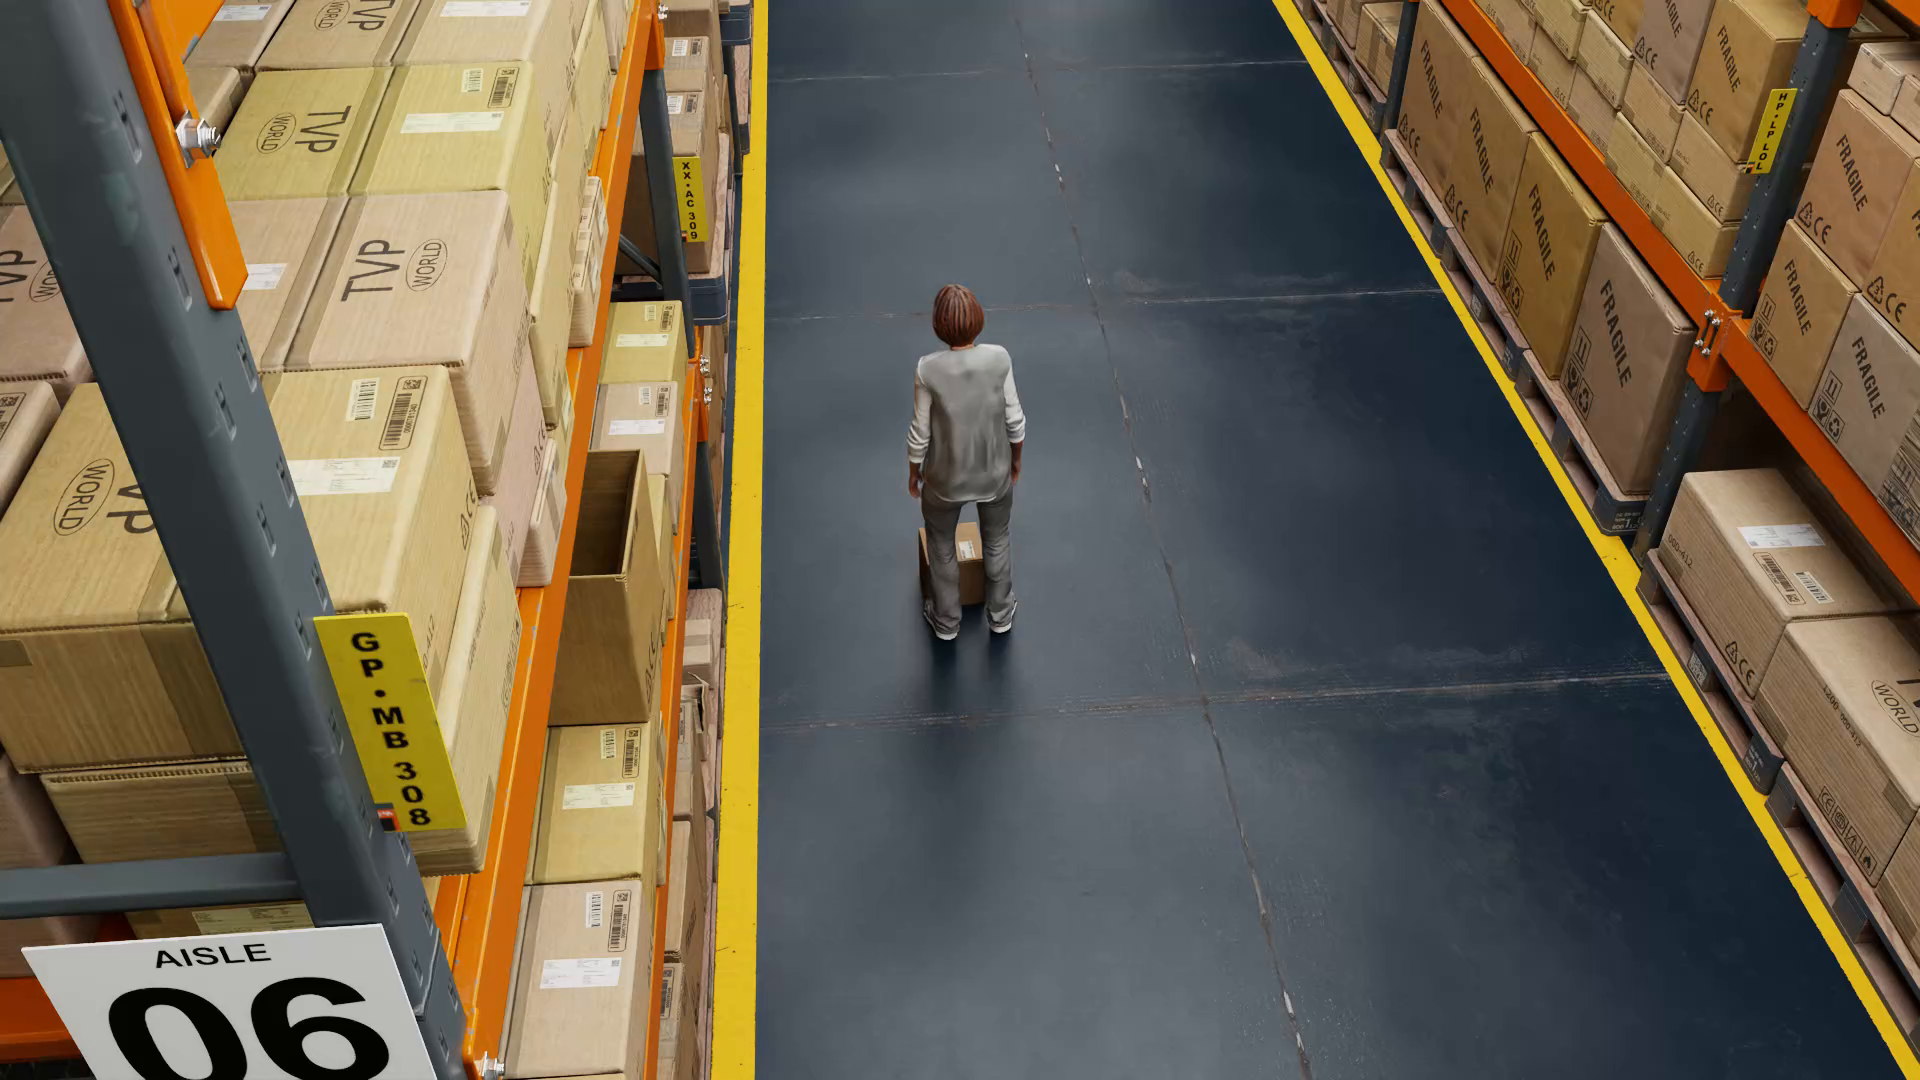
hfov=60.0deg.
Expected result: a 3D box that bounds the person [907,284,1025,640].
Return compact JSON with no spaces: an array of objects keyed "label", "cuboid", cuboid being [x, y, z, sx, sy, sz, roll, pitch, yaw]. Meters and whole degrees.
[{"label":"person","cuboid":[0.022,-0.260,6.477,0.469,1.593,0.350,-7,40,-9]}]
